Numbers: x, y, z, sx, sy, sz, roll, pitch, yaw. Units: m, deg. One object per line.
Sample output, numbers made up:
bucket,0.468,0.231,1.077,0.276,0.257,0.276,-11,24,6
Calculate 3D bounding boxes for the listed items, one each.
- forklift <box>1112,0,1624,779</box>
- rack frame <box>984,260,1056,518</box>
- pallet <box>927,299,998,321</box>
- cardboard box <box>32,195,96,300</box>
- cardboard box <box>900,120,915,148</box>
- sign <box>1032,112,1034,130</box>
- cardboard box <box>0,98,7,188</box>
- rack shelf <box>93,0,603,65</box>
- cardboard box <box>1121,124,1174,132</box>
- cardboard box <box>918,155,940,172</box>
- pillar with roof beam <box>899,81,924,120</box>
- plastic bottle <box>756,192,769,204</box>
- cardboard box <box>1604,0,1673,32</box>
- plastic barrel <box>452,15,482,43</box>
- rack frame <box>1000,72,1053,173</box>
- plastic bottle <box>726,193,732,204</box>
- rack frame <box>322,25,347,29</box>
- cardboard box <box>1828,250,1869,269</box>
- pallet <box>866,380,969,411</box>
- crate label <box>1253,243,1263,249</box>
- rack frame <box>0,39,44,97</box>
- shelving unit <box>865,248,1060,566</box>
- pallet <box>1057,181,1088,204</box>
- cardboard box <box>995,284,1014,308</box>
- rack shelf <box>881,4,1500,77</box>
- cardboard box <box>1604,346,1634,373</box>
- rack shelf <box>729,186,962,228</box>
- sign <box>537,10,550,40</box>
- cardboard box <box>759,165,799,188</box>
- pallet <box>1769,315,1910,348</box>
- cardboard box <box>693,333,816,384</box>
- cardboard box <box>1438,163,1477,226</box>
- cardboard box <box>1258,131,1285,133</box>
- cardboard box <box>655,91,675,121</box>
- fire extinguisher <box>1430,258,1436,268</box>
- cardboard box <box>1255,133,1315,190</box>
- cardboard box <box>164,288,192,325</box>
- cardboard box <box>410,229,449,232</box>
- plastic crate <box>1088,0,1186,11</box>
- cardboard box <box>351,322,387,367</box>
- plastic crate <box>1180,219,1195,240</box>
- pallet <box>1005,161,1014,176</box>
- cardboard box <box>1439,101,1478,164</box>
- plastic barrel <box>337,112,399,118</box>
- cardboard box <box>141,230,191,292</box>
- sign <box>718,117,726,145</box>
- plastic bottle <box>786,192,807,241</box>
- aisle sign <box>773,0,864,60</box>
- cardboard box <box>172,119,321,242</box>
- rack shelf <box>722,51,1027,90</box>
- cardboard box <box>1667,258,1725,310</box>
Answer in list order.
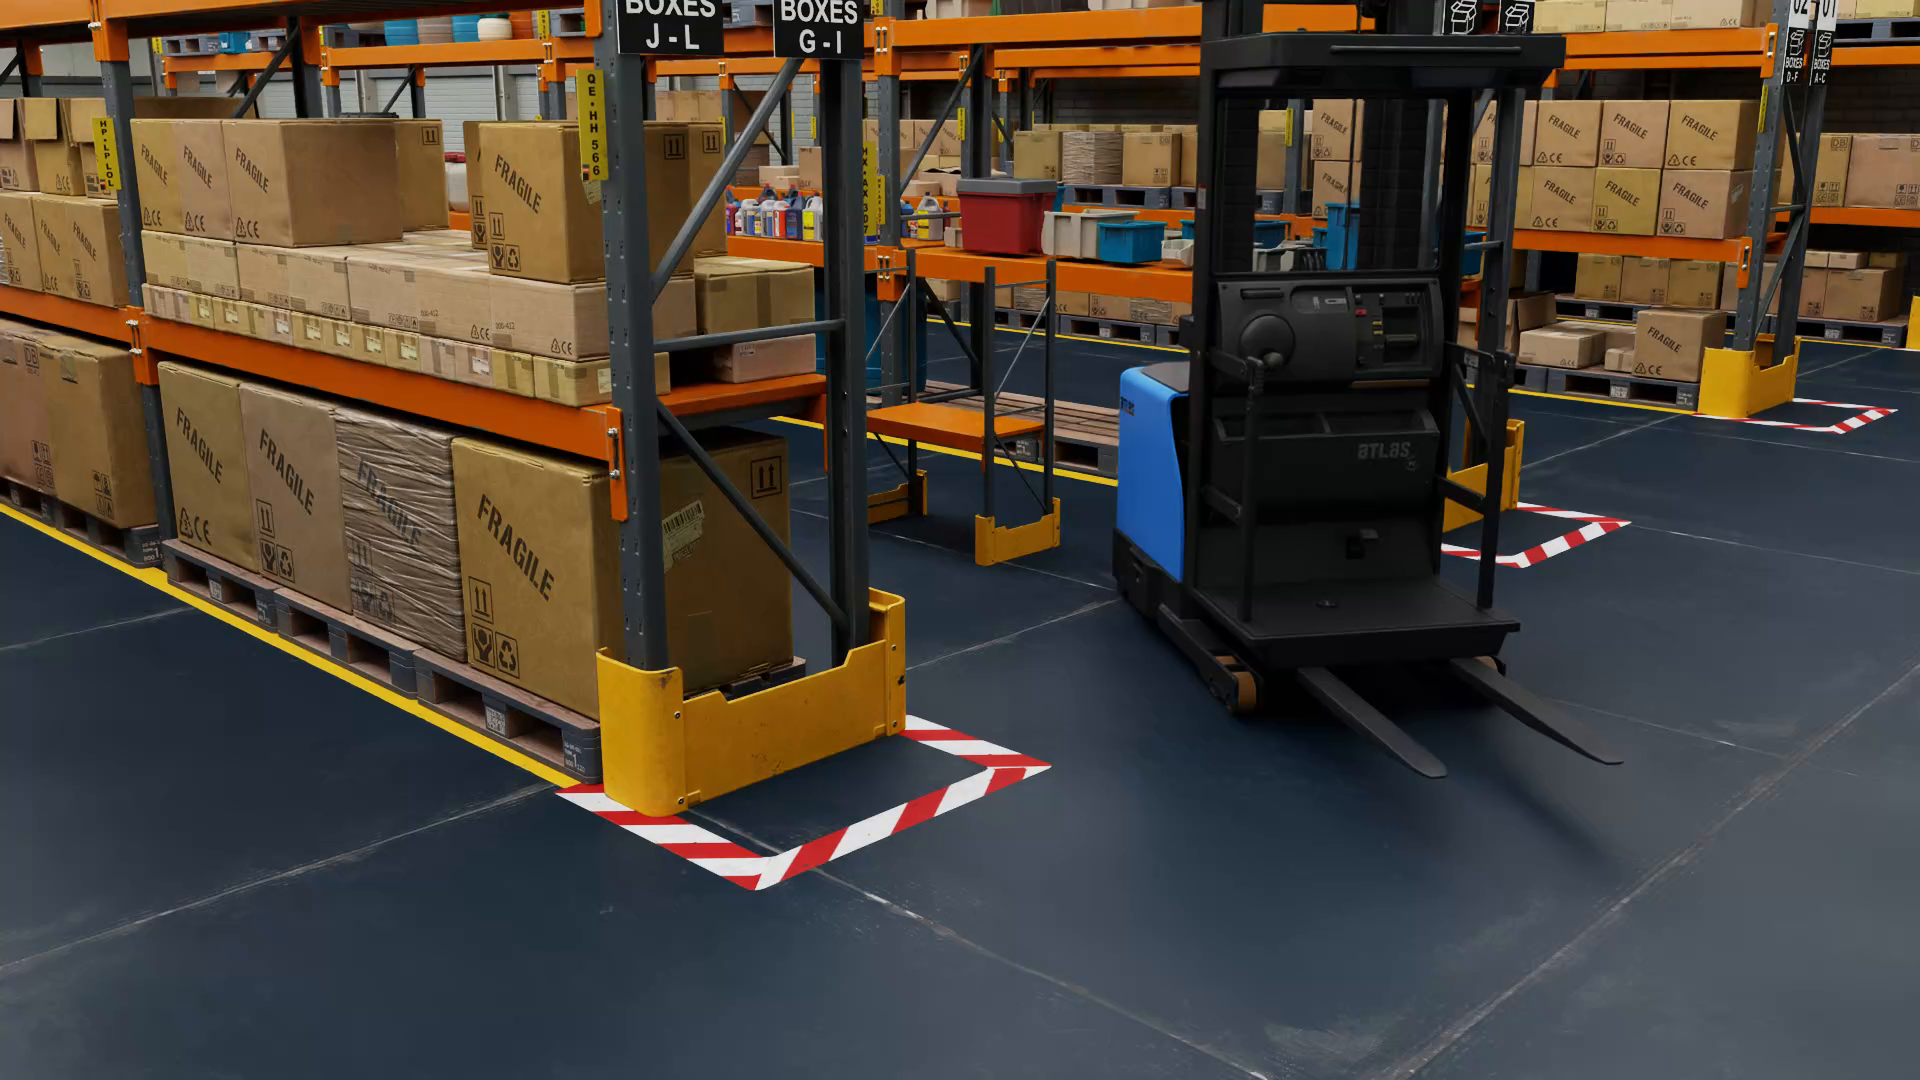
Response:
forklift,1.514,-0.851,6.386,1.130,2.935,3.031,-3,15,-10
rack frame,0.305,-0.652,8.459,0.032,1.500,0.500,14,20,42
pallet,-0.168,-2.676,18.782,1.213,0.211,1.003,14,20,42
cardboard box,-4.480,-1.545,8.713,0.500,0.500,0.500,-14,20,-42
cardboard box,-0.695,-6.067,25.040,0.500,0.500,0.500,-14,20,-42
sign,0.767,-4.496,18.098,0.005,0.325,0.100,14,20,42
cardboard box,-5.499,-2.365,9.871,0.797,0.503,0.637,-14,20,-43
rack shelf,-2.162,-2.130,6.634,4.000,0.370,1.077,14,20,42
cardboard box,2.575,-5.329,22.365,0.500,0.500,0.700,14,20,42
cardboard box,-0.324,-5.613,24.781,0.500,0.250,0.500,14,20,42
pillar with roof beam,-3.810,-8.330,23.054,0.400,9.000,9.100,14,20,42
plastic bottle,-1.601,-2.667,13.450,0.133,0.283,0.061,14,20,42
cardboard box,5.251,-3.984,12.622,0.500,0.250,0.500,14,20,42
plastic barrel,-4.465,-5.091,15.578,0.708,0.901,0.600,14,20,42
rack frame,0.953,-5.474,23.990,0.127,3.000,1.000,14,20,42
plastic bottle,-1.846,-2.546,12.851,0.185,0.351,0.144,14,20,42
rack frame,-5.923,-6.578,16.332,0.127,3.000,1.000,14,20,42
cardboard box,8.800,-2.775,16.470,0.250,0.149,0.380,13,20,42
pallet,-0.691,-1.069,12.614,1.213,0.211,1.003,14,20,42
crate label,1.586,-1.684,9.851,0.243,0.136,0.396,14,20,42
rack frame,-6.482,-2.076,10.952,0.127,3.000,1.000,14,20,42
shelving unit,-0.055,-0.739,8.794,1.083,1.500,0.587,14,20,42
pallet,0.934,-3.675,17.468,1.003,0.211,1.213,14,20,42
cardboard box,0.526,-2.746,17.605,0.500,0.500,0.500,-13,20,-42
rack shelf,1.276,-3.029,10.084,4.000,0.370,1.077,14,20,42
cardboard box,5.365,-1.453,13.307,0.250,0.166,0.380,14,20,42
rack shelf,-1.043,-3.876,19.284,4.000,0.370,1.077,14,20,42
sign,-3.421,-4.275,13.649,0.005,0.325,0.100,14,20,42
cardboard box,-2.098,-4.423,20.255,0.500,0.250,0.500,-13,19,-41
pallet,8.962,-2.150,16.764,1.213,0.211,1.003,14,20,42
cardboard box,-0.749,-0.677,6.078,0.250,0.149,0.380,14,20,43
cardboard box,4.184,-2.906,13.939,0.500,0.500,0.500,14,20,42
cardboard box,4.005,-4.844,20.746,0.500,0.500,0.500,-14,20,-43
cardboard box,-3.531,-5.502,21.330,0.500,0.500,0.700,14,20,42
fire extinguisher,2.508,-1.248,8.668,0.183,0.674,0.296,14,20,42
cardboard box,3.091,-3.549,15.572,0.500,0.500,0.700,7,16,24
cardboard box,-3.431,-1.097,7.690,0.250,0.149,0.380,13,19,40
cardboard box,-2.728,-1.328,7.787,0.500,0.250,0.500,-14,20,-43
plastic crate,1.056,-3.216,9.899,0.530,0.136,0.437,14,20,42
cardboard box,-2.131,-0.781,6.479,0.250,0.149,0.380,14,20,42
plastic crate,1.602,-1.909,10.523,0.300,0.233,0.416,14,20,42
pallet,1.402,-5.221,23.400,1.213,0.211,1.003,14,20,42
cardboard box,4.162,-3.392,13.820,0.500,0.500,0.500,13,19,41
plastic barrel,-5.855,-3.795,16.555,0.708,0.901,0.600,14,20,42
cardboard box,-3.446,-1.318,7.748,0.500,0.250,0.500,13,20,41
sign,-2.867,-4.930,20.030,0.005,0.325,0.100,14,20,42
plastic bottle,-1.186,-2.385,12.235,0.185,0.351,0.144,14,20,42
aisle sign,-0.463,-1.976,5.411,0.004,0.787,0.394,14,20,42
cardboard box,-3.086,-1.593,7.316,0.500,0.500,0.500,14,20,42
rack shelf,-1.043,-5.327,18.906,4.000,0.370,1.077,14,20,42
cardboard box,7.907,-2.739,17.619,0.700,0.500,0.500,-14,20,-43
